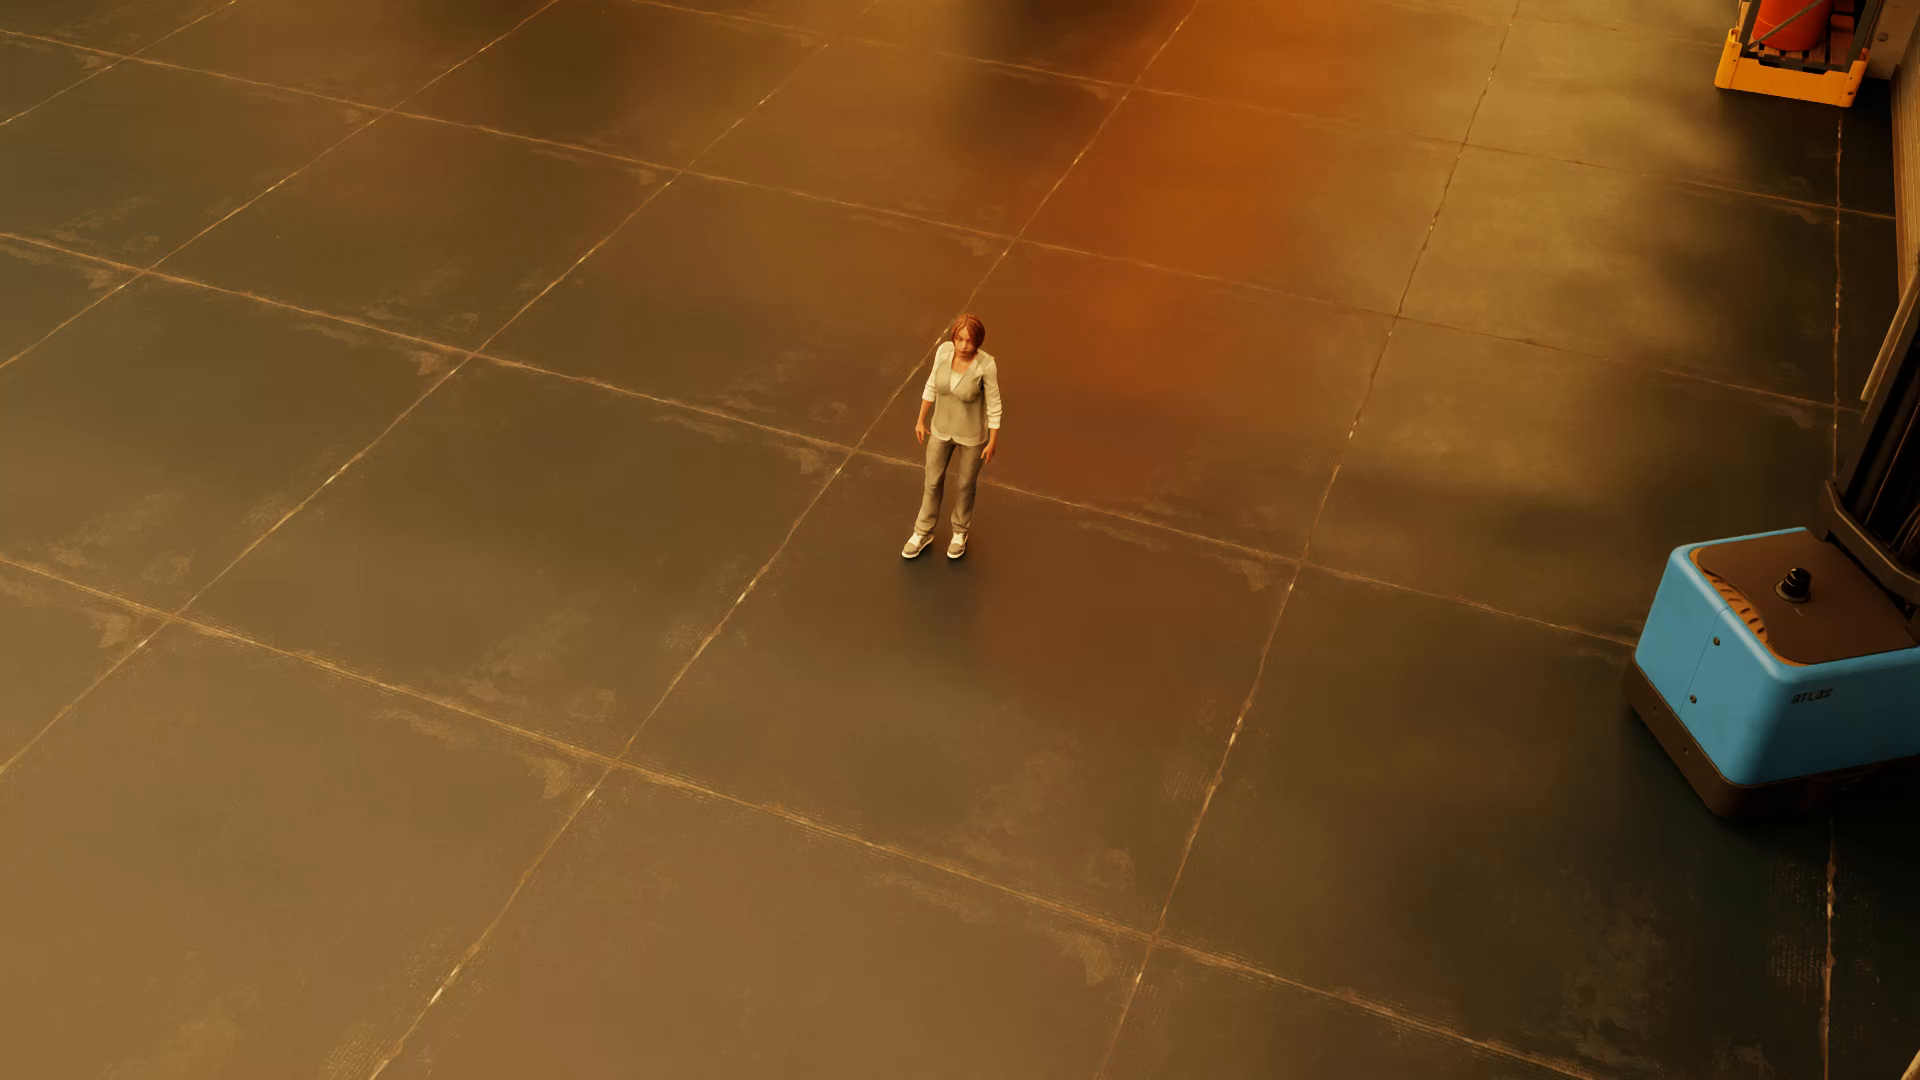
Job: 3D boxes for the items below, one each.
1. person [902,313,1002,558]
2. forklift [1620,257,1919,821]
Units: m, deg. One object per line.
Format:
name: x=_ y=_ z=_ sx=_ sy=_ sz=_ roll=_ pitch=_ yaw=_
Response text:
person: x=-0.041 y=-0.578 z=9.724 sx=0.520 sy=1.597 sz=0.475 roll=15 pitch=42 yaw=17
forklift: x=5.224 y=-0.172 z=8.212 sx=3.031 sy=2.935 sz=1.130 roll=-8 pitch=41 yaw=-10
